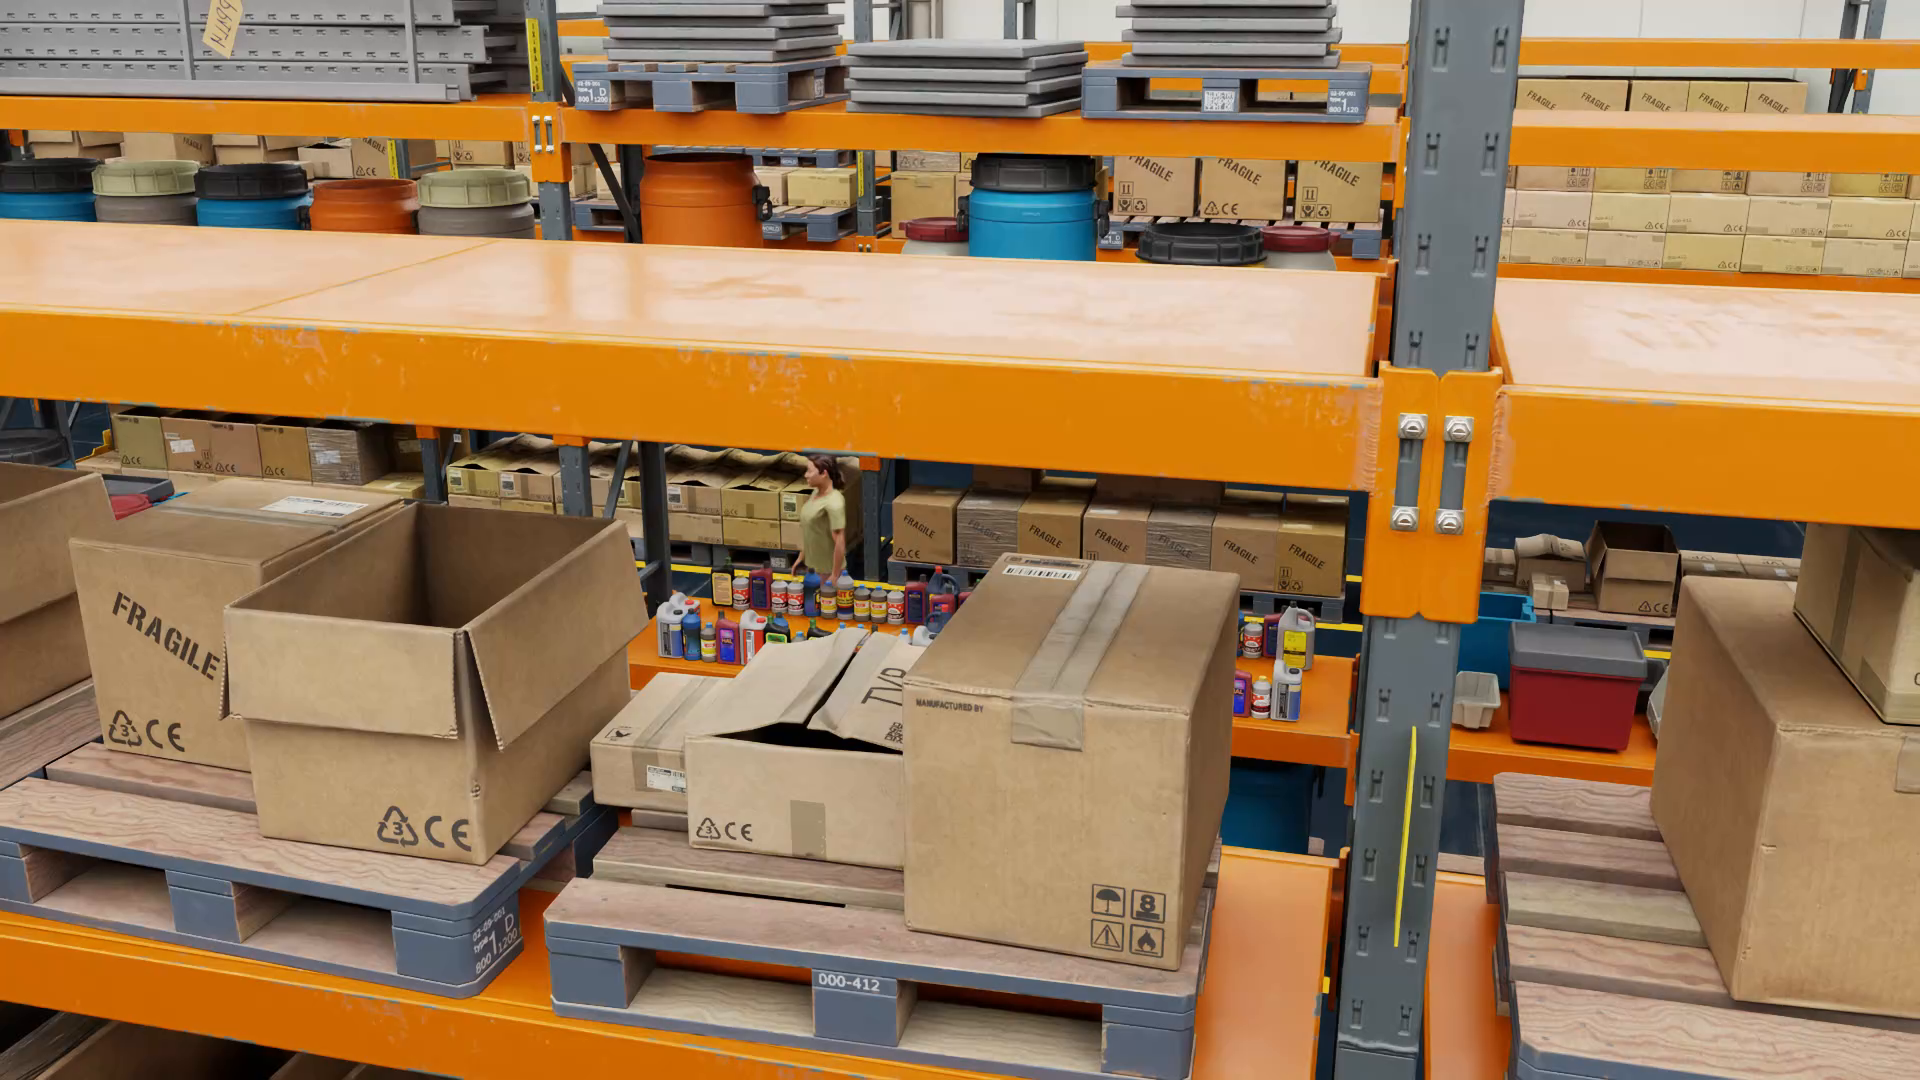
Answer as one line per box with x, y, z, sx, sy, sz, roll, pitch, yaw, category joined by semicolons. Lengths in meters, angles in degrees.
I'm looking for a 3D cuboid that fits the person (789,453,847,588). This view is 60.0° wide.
-0.967;0.241;11.393;0.439;1.743;0.492;-8;20;-24;person
